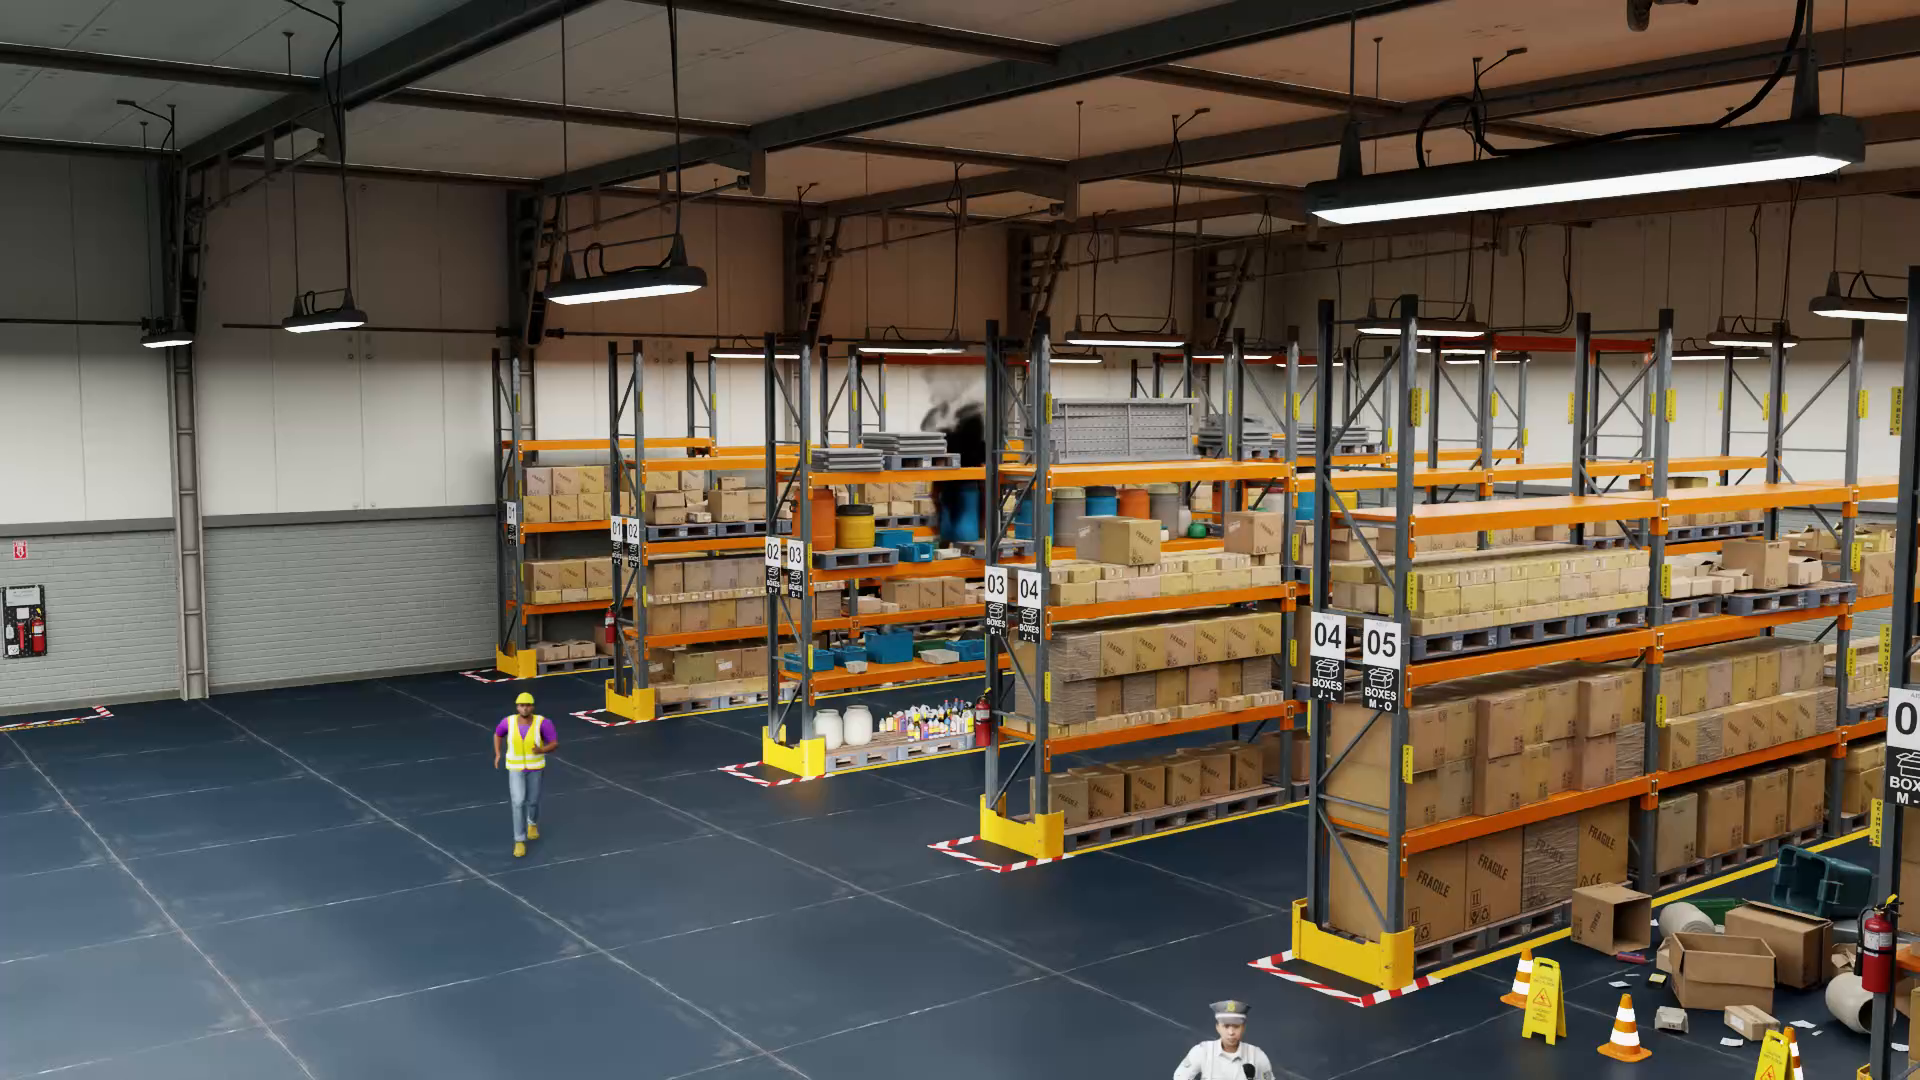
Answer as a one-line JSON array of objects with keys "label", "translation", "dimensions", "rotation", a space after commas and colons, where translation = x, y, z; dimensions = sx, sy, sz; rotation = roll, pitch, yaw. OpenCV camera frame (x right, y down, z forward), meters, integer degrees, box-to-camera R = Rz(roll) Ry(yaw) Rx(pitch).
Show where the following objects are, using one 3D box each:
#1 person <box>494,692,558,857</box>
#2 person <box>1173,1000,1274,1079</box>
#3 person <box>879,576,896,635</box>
[{"label": "person", "translation": [-4.918, 2.602, 18.866], "dimensions": [0.707, 1.776, 0.896], "rotation": [-1, 5, -15]}, {"label": "person", "translation": [1.555, 3.492, 9.681], "dimensions": [0.605, 1.659, 0.535], "rotation": [0, 5, 4]}, {"label": "person", "translation": [-1.378, 1.425, 32.730], "dimensions": [0.656, 1.765, 0.684], "rotation": [-4, 7, -41]}]
